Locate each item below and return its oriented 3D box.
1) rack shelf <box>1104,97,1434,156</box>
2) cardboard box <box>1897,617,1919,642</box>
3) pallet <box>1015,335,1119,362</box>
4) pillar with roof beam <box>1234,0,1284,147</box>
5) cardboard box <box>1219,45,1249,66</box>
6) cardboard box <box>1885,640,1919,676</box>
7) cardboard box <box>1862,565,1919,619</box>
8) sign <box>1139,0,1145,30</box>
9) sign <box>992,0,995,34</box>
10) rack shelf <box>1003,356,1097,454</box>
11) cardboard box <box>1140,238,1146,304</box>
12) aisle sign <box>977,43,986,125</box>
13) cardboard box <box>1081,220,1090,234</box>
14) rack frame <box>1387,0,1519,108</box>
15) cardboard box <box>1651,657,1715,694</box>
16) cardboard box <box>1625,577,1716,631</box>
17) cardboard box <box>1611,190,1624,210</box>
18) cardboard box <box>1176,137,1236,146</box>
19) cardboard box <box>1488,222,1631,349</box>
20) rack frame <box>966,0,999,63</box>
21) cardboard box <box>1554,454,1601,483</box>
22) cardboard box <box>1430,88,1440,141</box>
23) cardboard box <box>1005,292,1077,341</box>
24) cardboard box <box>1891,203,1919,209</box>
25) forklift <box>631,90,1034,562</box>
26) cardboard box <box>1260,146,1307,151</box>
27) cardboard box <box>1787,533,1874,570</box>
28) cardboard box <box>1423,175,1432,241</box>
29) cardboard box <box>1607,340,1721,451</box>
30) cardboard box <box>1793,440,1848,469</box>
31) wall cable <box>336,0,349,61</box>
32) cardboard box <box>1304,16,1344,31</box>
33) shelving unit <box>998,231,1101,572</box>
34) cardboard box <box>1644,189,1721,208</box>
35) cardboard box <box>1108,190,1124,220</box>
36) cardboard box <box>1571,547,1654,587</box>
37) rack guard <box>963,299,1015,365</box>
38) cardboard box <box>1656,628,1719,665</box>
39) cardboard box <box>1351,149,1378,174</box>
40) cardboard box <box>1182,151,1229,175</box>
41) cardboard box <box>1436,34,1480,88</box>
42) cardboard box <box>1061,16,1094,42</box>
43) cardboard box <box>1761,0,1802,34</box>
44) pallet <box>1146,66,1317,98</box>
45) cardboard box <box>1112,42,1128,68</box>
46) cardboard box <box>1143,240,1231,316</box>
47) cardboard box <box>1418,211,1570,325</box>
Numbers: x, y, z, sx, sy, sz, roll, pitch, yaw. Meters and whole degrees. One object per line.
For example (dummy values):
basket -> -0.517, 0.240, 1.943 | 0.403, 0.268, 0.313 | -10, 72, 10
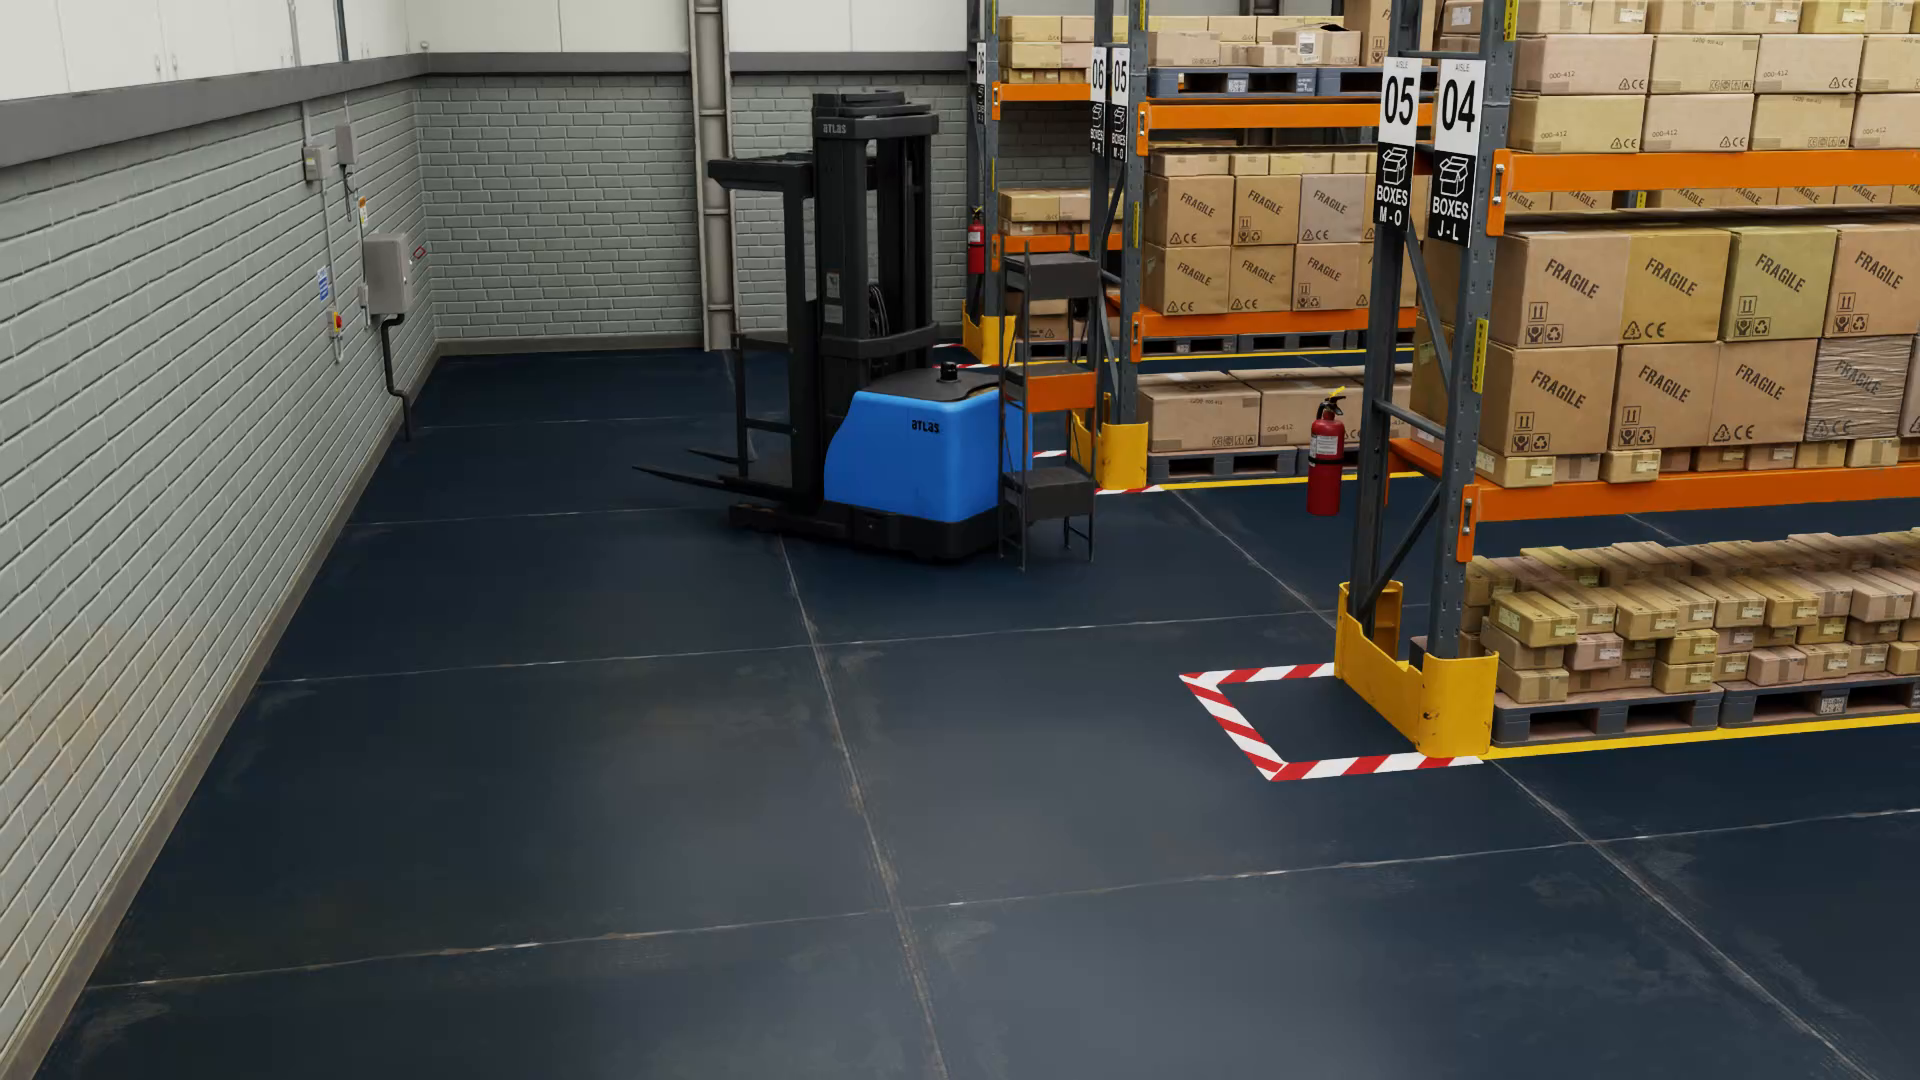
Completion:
rack shelf -> 3.133, -3.186, 12.692 | 4.000, 0.370, 1.077 | -3, 17, -10
cardboard box -> 4.851, 0.387, 8.576 | 0.250, 0.149, 0.380 | -3, 17, -9
pallet -> 1.081, -2.131, 17.891 | 1.213, 0.211, 1.003 | -3, 17, -10
pillar with roof beam -> 4.113, -5.486, 13.846 | 0.400, 9.000, 9.100 | -3, 17, -10
cardboard box -> 1.990, -3.644, 12.502 | 0.250, 0.149, 0.380 | -5, 18, -15
cardboard box -> 4.798, 0.554, 8.540 | 0.250, 0.149, 0.380 | -3, 17, -11
cardboard box -> 4.831, 0.262, 8.478 | 0.250, 0.149, 0.380 | -4, 18, -13
sign -> 1.269, -3.714, 11.562 | 0.005, 0.325, 0.100 | -3, 17, -10
sign -> 0.327, -5.111, 16.245 | 0.005, 0.325, 0.100 | -3, 17, -10
rack shelf -> 0.559, -0.866, 10.601 | 0.480, 0.518, 0.431 | -7, 18, -21
cardboard box -> 1.593, -2.136, 12.986 | 0.500, 0.500, 0.500 | -3, 17, -10
aisle sign -> 0.213, -4.570, 16.653 | 0.004, 0.787, 0.394 | -3, 17, -10
cardboard box -> 1.351, -3.283, 17.320 | 0.250, 0.149, 0.380 | -3, 17, -9
rack frame -> 2.207, -3.431, 7.156 | 0.127, 3.000, 1.000 | -3, 17, -10
cardboard box -> 3.538, 0.625, 8.308 | 0.250, 0.149, 0.380 | -3, 17, -10
cardboard box -> 3.534, 0.318, 8.294 | 0.250, 0.149, 0.380 | -4, 18, -13
cardboard box -> 5.488, -2.830, 13.545 | 0.500, 0.500, 0.500 | -3, 17, -9
cardboard box -> 2.639, -4.061, 17.896 | 0.500, 0.500, 0.500 | -4, 17, -12
cardboard box -> 2.699, -1.180, 7.664 | 0.500, 0.500, 0.500 | -3, 17, -11
rack frame -> 0.224, -6.283, 16.442 | 0.127, 3.000, 1.000 | -3, 17, -10
cardboard box -> 2.830, -0.393, 7.910 | 0.250, 0.149, 0.380 | -3, 17, -8
cardboard box -> 2.604, -2.027, 7.949 | 0.500, 0.250, 0.500 | -4, 17, -12
cardboard box -> 0.842, -2.429, 17.649 | 0.637, 0.503, 0.797 | -4, 18, -13
cardboard box -> 5.140, -1.466, 8.596 | 0.500, 0.500, 0.500 | -4, 17, -12
forklift -> -1.003, -1.573, 11.443 | 3.031, 2.935, 1.130 | 11, 20, 32
cardboard box -> 2.491, -2.954, 12.843 | 0.250, 0.149, 0.380 | -3, 17, -11
cardboard box -> 4.719, 0.089, 9.039 | 0.250, 0.149, 0.380 | -3, 17, -9
cardboard box -> 3.688, -2.570, 12.698 | 0.500, 0.500, 0.500 | -3, 17, -10
cardboard box -> 3.221, -0.736, 7.922 | 0.500, 0.500, 0.500 | -3, 17, -10
cardboard box -> 4.110, -0.468, 8.156 | 0.250, 0.149, 0.380 | -3, 17, -8
wall cable -> -4.994, -5.494, 13.810 | 0.133, 3.039, 2.988 | -3, 17, -10
cardboard box -> 3.701, -5.284, 17.195 | 0.500, 0.250, 0.500 | -3, 17, -10
shelving unit -> 0.559, -0.879, 10.597 | 0.503, 2.100, 0.431 | -7, 18, -21
cardboard box -> 5.583, -2.675, 13.038 | 0.500, 0.500, 0.500 | -3, 17, -10
cardboard box -> 1.712, -3.491, 17.317 | 0.500, 0.250, 0.500 | -4, 17, -11
cardboard box -> 3.433, 0.167, 8.786 | 0.250, 0.149, 0.380 | -4, 18, -13
rack guard -> 0.298, -2.225, 17.703 | 0.348, 0.500, 1.175 | -3, 17, -10
cardboard box -> 3.546, 0.480, 8.273 | 0.250, 0.149, 0.380 | -3, 17, -9
cardboard box -> 3.101, -2.835, 12.454 | 0.250, 0.149, 0.380 | -4, 17, -12
cardboard box -> 1.814, -2.796, 12.327 | 0.250, 0.149, 0.380 | -3, 17, -9
cardboard box -> 2.611, -2.263, 7.867 | 0.500, 0.250, 0.500 | -4, 17, -12
cardboard box -> 1.210, -5.134, 16.706 | 0.500, 0.250, 0.500 | -3, 17, -11
cardboard box -> 3.574, -2.369, 7.531 | 0.250, 0.149, 0.380 | -3, 17, -9
pallet -> 1.896, -3.420, 12.381 | 1.213, 0.211, 1.003 | -3, 17, -10
cardboard box -> 1.711, -4.925, 16.877 | 0.500, 0.250, 0.500 | -4, 17, -12
cardboard box -> 1.695, -1.976, 12.467 | 0.500, 0.500, 0.500 | -3, 17, -11
cardboard box -> 2.610, -1.328, 8.148 | 0.500, 0.500, 0.500 | -4, 17, -12
